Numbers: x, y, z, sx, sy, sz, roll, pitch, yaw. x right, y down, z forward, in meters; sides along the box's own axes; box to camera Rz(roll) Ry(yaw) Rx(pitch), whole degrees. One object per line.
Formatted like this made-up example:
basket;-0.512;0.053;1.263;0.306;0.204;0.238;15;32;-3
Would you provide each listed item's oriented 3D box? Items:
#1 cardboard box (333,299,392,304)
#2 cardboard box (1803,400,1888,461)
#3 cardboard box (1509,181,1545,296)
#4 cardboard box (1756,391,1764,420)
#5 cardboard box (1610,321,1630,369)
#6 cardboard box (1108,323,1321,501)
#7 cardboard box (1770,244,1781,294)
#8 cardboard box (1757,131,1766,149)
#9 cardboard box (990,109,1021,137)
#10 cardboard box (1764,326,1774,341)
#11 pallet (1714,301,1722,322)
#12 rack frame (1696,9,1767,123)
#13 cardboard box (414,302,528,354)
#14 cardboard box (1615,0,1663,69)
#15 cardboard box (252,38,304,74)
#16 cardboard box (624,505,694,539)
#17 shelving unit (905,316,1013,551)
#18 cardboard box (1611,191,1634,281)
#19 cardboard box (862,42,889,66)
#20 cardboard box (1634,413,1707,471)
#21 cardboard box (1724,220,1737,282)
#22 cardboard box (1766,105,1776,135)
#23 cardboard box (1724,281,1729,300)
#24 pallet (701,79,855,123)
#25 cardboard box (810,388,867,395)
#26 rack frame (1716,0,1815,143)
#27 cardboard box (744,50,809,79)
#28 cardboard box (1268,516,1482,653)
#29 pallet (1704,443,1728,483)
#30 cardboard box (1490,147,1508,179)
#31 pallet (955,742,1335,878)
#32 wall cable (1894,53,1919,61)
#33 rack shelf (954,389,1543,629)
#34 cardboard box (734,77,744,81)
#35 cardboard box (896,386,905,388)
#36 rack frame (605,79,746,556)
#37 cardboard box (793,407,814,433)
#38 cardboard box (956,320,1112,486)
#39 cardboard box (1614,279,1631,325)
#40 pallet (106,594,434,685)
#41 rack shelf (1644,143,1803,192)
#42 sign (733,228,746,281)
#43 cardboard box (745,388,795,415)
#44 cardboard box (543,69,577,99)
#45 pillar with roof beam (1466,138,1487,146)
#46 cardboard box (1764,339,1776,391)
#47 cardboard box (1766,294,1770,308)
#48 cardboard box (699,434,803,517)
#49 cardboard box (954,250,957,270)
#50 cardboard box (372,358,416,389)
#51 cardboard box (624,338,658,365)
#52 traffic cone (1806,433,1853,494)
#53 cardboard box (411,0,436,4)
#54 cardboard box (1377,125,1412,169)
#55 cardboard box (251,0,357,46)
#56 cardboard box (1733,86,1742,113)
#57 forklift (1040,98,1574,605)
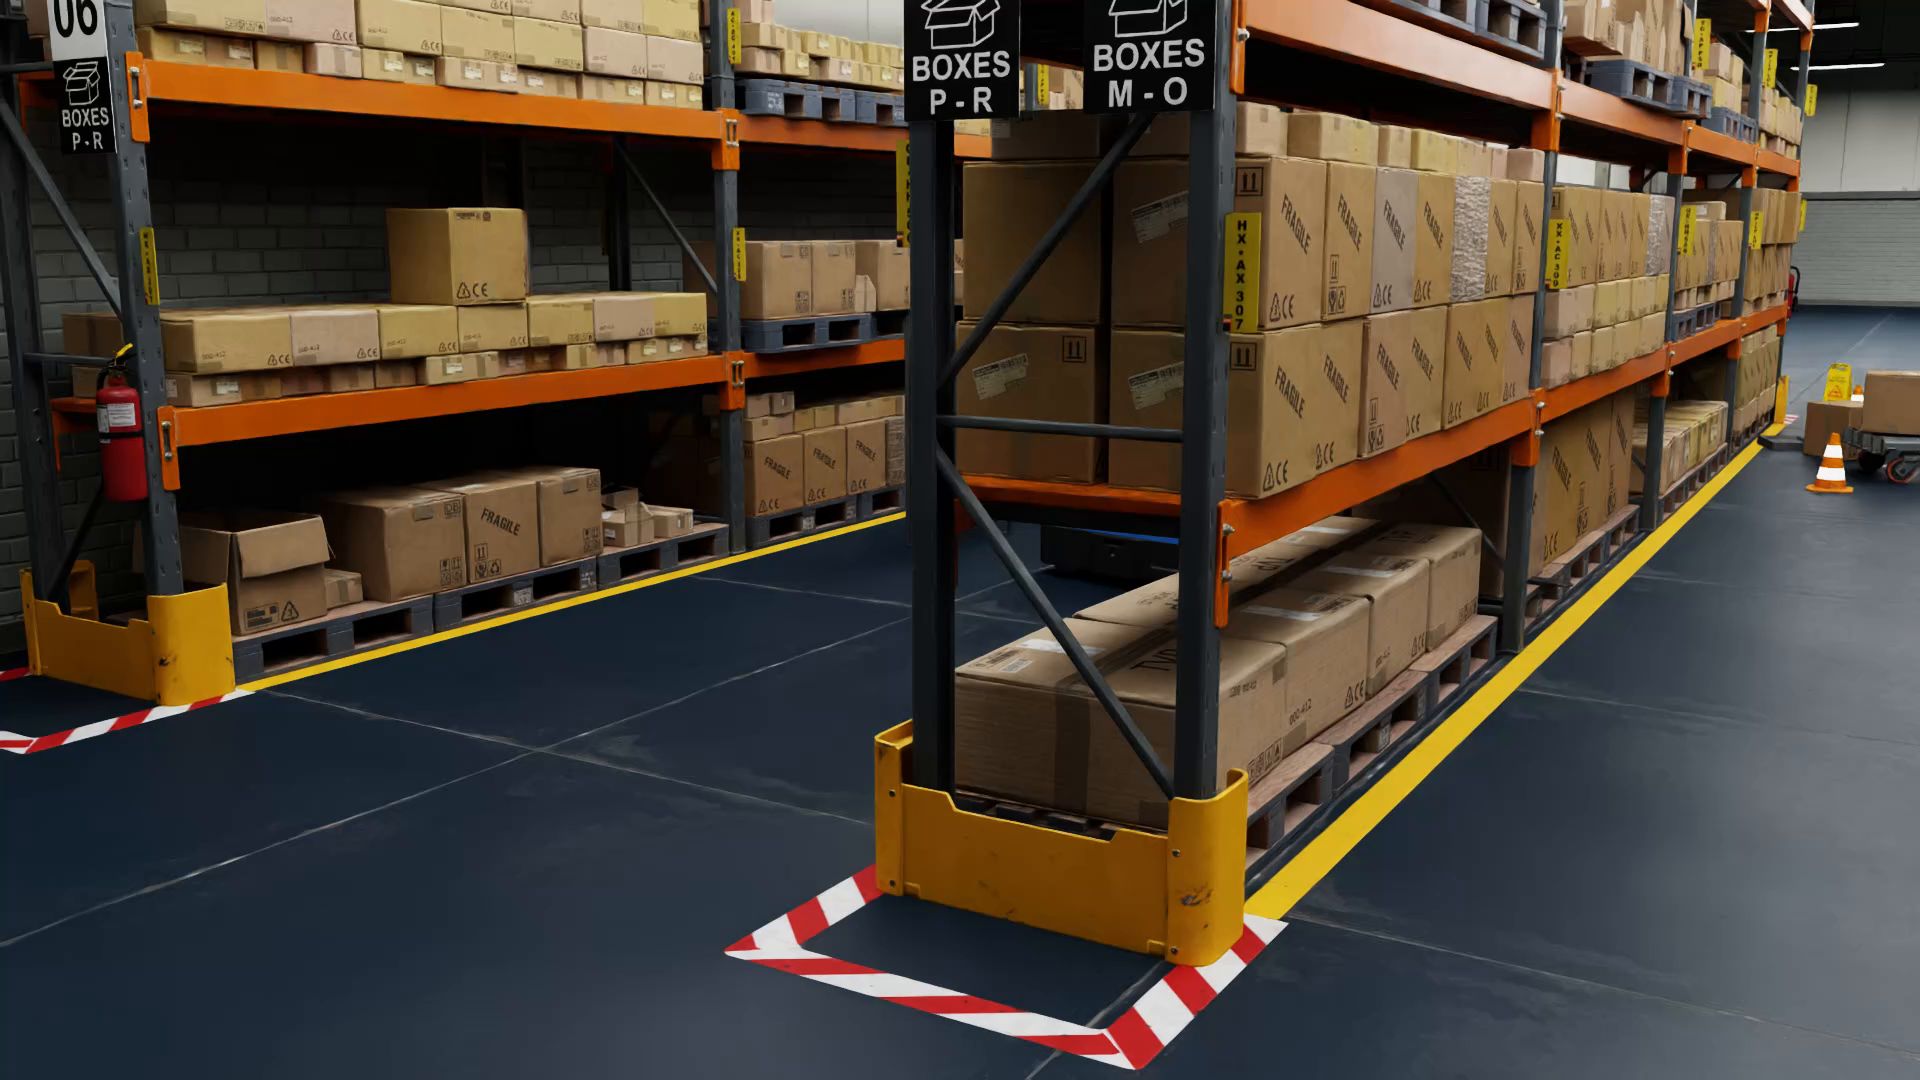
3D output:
cardboard box;-3.126;-1.209;9.277;0.500;0.250;0.500;6;12;31
cardboard box;8.254;-1.023;15.470;0.500;0.500;0.500;-4;11;-18
cardboard box;2.372;-1.394;7.675;0.500;0.500;0.500;6;12;30
cardboard box;7.879;-1.380;16.919;0.500;0.250;0.500;6;12;29
cardboard box;3.650;-1.163;9.835;0.500;0.250;0.500;6;12;30
cardboard box;0.799;-0.422;5.201;0.500;0.500;0.500;6;12;30
cardboard box;8.038;-2.768;16.924;0.500;0.500;0.500;6;12;30
cardboard box;7.092;-3.624;15.108;0.380;0.149;0.250;6;12;31
cardboard box;0.155;-3.354;13.387;0.500;0.250;0.500;6;12;29
cardboard box;8.152;-2.129;17.122;0.380;0.149;0.250;7;12;32
pallet;6.013;-2.012;14.484;1.003;0.211;1.213;6;12;31
rack frame;6.535;-5.161;14.482;1.000;3.000;0.127;6;12;31
cardboard box;-2.705;-1.159;9.005;0.500;0.250;0.500;6;12;29
cardboard box;3.791;-3.008;9.721;0.500;0.500;0.500;7;12;31
cardboard box;-3.314;-2.260;7.820;0.380;0.149;0.250;6;12;31
cardboard box;-1.901;-0.117;10.449;0.380;0.149;0.250;6;12;29
shelving unit;0.003;-0.738;11.236;0.431;1.500;0.755;6;12;31
cardboard box;3.621;-1.780;9.734;0.500;0.500;0.500;6;12;30
cardboard box;-0.723;-3.395;11.660;0.380;0.149;0.250;6;12;31
cardboard box;5.534;-0.821;13.605;0.950;0.372;0.625;7;13;33
cardboard box;6.234;-2.441;14.037;0.500;0.500;0.500;6;12;31
cardboard box;7.257;-3.884;15.412;0.500;0.250;0.500;6;12;30
cardboard box;6.248;-2.104;13.998;0.380;0.149;0.250;6;12;30
pallet;-1.465;-2.906;11.097;1.213;0.211;1.003;6;12;31
cardboard box;-0.949;-1.093;12.943;0.380;0.149;0.250;6;12;31
rack frame;8.611;-5.790;17.842;1.000;3.000;0.127;6;12;31
cardboard box;-1.204;-3.081;10.790;0.380;0.149;0.250;7;12;31
cardboard box;1.963;0.187;8.038;0.875;0.438;0.875;6;12;30
pallet;6.132;-0.719;14.636;1.003;0.211;1.213;6;12;31
cardboard box;2.263;-1.704;7.565;0.380;0.149;0.250;7;13;32
pallet;0.653;0.912;5.922;1.003;0.211;1.213;6;12;31
wall cable;26.427;-13.933;43.692;3.097;2.526;0.112;6;12;31
rack shelf;1.343;-0.286;6.700;1.077;0.370;4.000;6;12;31
cardboard box;-1.658;-3.130;11.053;0.380;0.149;0.250;7;13;32
cardboard box;-0.292;-1.131;13.149;0.380;0.149;0.250;7;13;32
rack frame;-1.863;-1.428;10.843;1.000;3.000;0.127;6;12;31
cardboard box;-1.248;-0.848;11.634;0.380;0.149;0.250;6;12;28
cardboard box;0.329;-0.475;5.484;0.500;0.500;0.500;6;12;31
cardboard box;3.643;-1.410;9.796;0.500;0.250;0.500;6;12;29
pallet;-3.487;0.435;8.474;1.003;0.211;1.213;6;12;31
rack shelf;7.573;-3.648;16.504;1.077;0.370;4.000;6;12;31
sign;-1.395;-1.803;10.493;0.100;0.325;0.005;6;12;31
cardboard box;-1.356;-0.947;11.356;0.380;0.149;0.250;6;12;28
cardboard box;-2.369;-2.537;9.299;0.380;0.149;0.250;7;13;33
pillar with roof beam;13.145;-7.716;28.131;9.100;9.000;0.548;6;12;31
cardboard box;8.150;-1.832;17.294;0.500;0.500;0.500;7;13;33
cardboard box;7.996;-2.431;16.884;0.380;0.149;0.250;6;12;30
cardboard box;-1.420;-0.460;11.326;0.500;0.500;0.500;7;13;33
cardboard box;-0.476;-2.040;12.690;0.797;0.503;0.637;6;12;29
cardboard box;-3.019;-0.866;8.525;0.380;0.149;0.250;7;12;32
cardboard box;-2.044;-1.144;10.009;0.380;0.149;0.250;7;13;32
traffic cone;7.087;-0.637;13.511;0.336;0.463;0.334;6;12;31
cardboard box;-2.966;-2.796;8.239;0.500;0.250;0.500;6;12;30
cardboard box;1.411;-1.416;6.032;0.380;0.149;0.250;7;12;31
cardboard box;-3.230;-2.471;7.864;0.500;0.250;0.500;7;13;32
cardboard box;6.355;-3.714;14.169;0.500;0.250;0.500;6;12;30
forklift;1.931;-1.123;9.404;3.031;2.935;1.130;9;14;41
